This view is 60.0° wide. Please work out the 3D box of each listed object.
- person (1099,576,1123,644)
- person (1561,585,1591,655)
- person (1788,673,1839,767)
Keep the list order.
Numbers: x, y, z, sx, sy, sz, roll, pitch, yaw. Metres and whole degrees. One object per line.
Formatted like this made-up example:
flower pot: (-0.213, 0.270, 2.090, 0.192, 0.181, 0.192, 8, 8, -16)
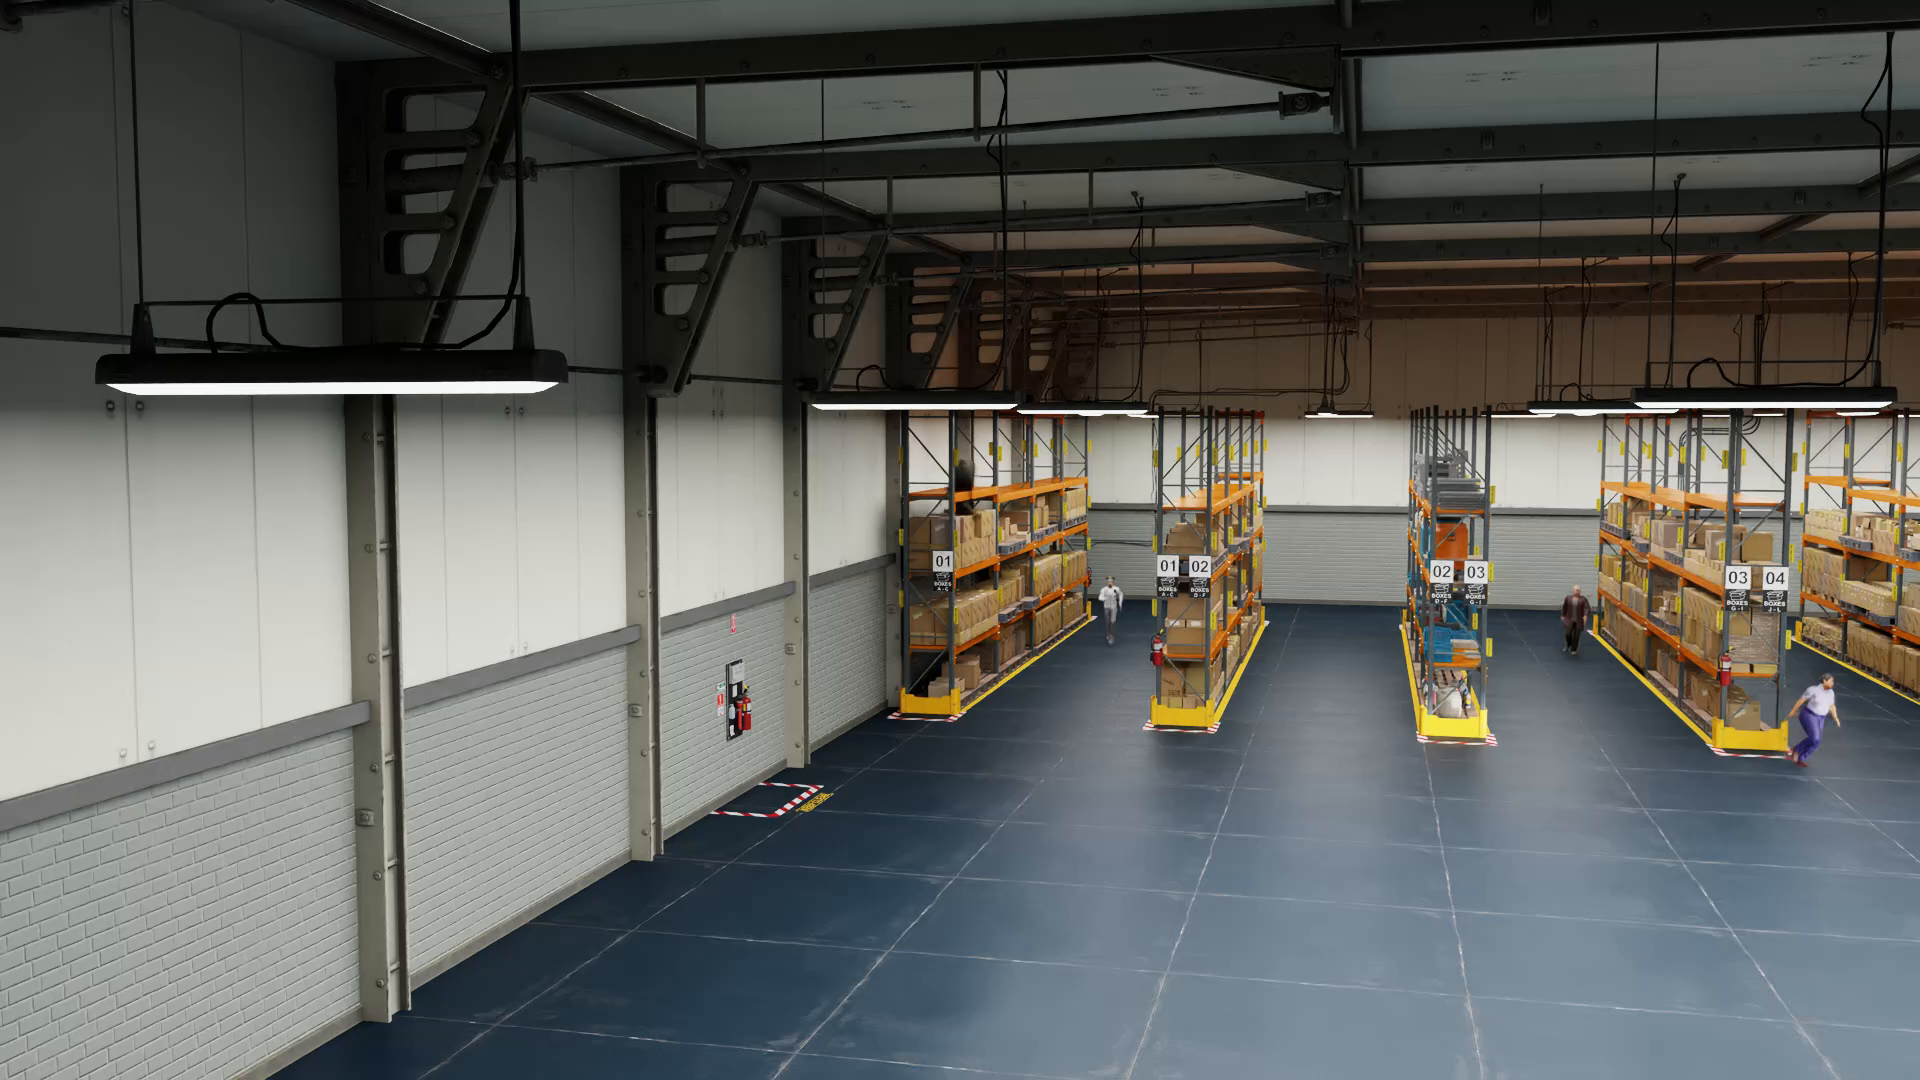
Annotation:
person: (3.886, 1.794, 42.946, 0.584, 1.735, 0.846, 1, 4, 12)
person: (14.915, 1.992, 40.323, 0.709, 1.664, 0.819, 2, 4, 24)
person: (14.098, 2.965, 27.443, 0.643, 1.578, 0.679, -2, 4, -22)
